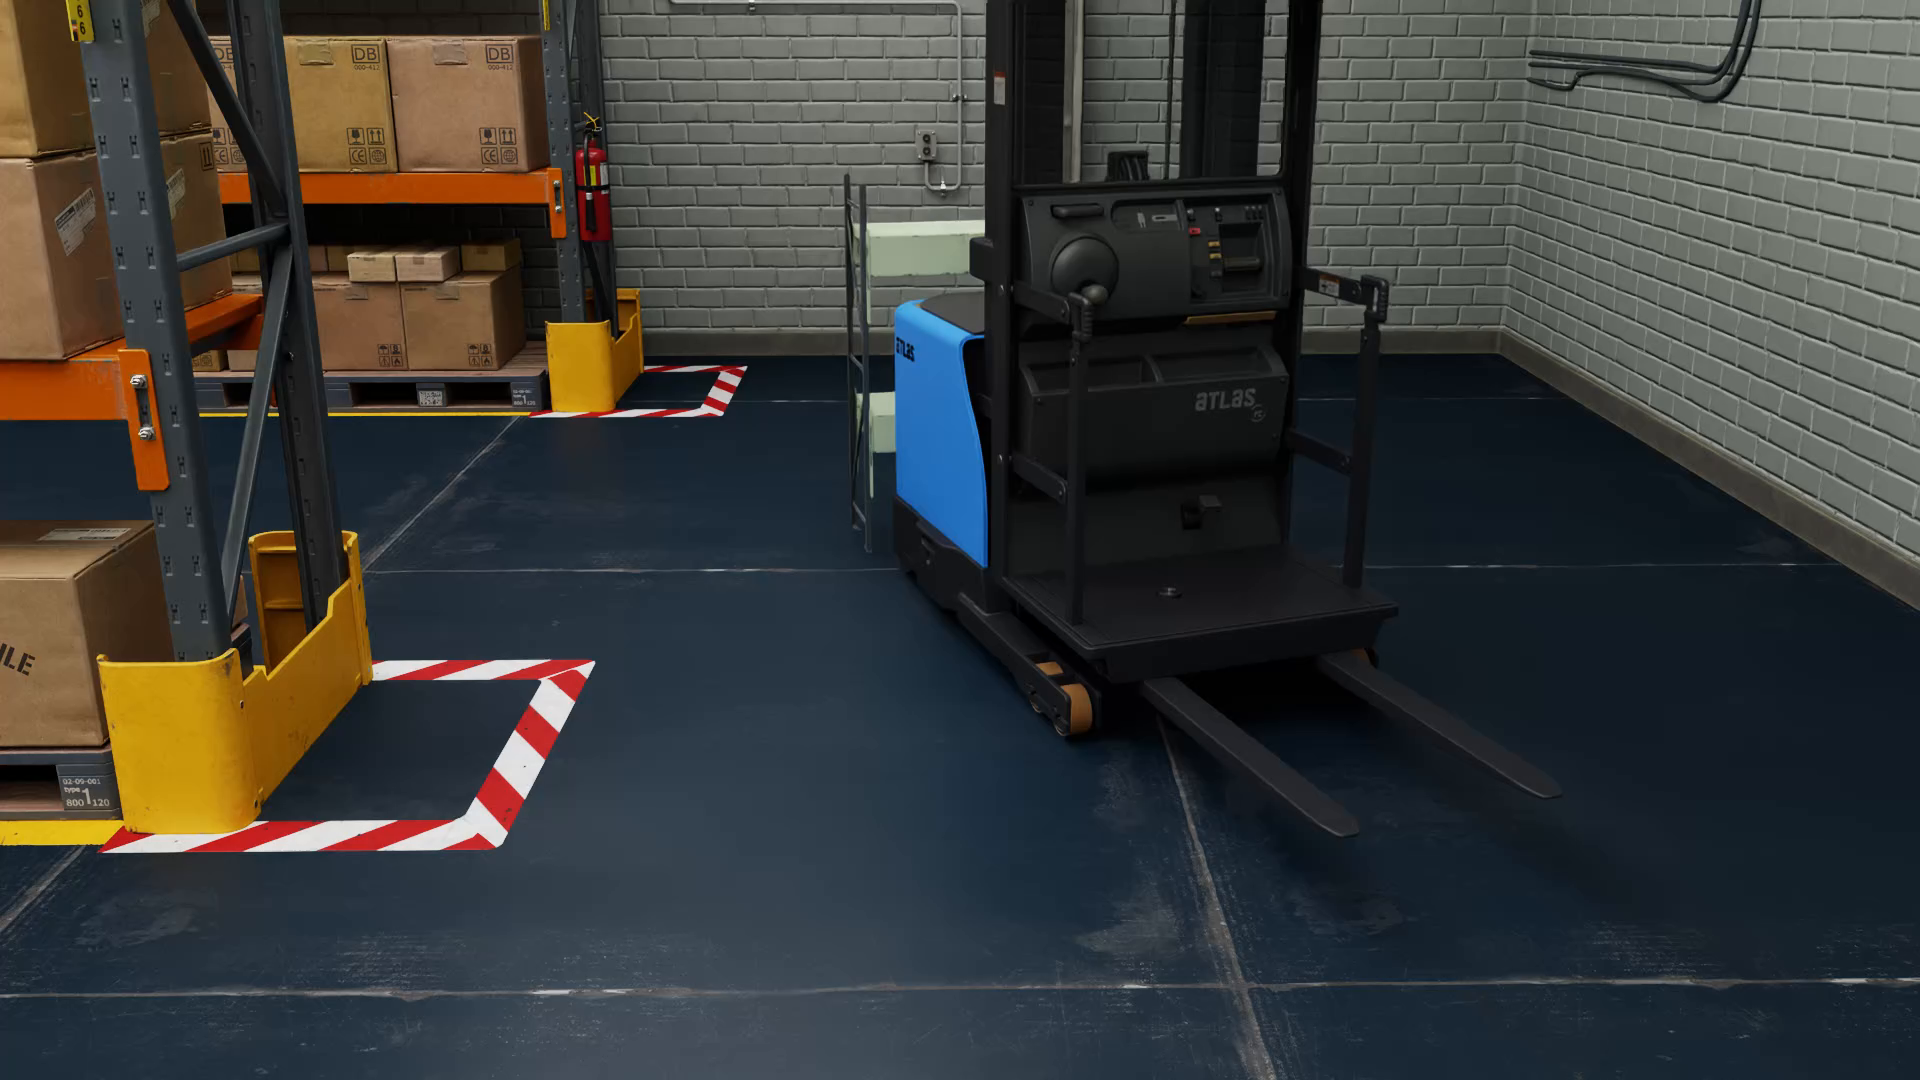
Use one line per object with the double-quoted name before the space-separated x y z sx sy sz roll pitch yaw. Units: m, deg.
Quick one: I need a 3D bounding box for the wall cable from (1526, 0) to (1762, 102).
"wall cable" 3.515 -3.613 8.661 0.112 2.526 3.097 0 18 -1

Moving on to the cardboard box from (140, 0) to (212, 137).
"cardboard box" -2.512 -1.406 4.718 0.500 0.500 0.500 0 18 1

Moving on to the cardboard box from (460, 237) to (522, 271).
"cardboard box" -2.723 -1.663 9.664 0.250 0.149 0.380 0 18 0

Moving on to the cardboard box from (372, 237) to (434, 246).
"cardboard box" -3.229 -1.660 9.655 0.250 0.149 0.380 0 18 -1

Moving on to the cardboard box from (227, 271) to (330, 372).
"cardboard box" -3.848 -1.287 9.555 0.500 0.500 0.700 -1 18 -3

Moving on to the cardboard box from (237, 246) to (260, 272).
"cardboard box" -3.990 -1.656 9.643 0.250 0.149 0.380 0 18 0

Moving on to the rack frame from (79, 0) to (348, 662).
"rack frame" -2.064 -0.804 4.642 0.127 3.000 1.000 0 18 -1

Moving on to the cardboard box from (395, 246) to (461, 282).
"cardboard box" -2.970 -1.545 9.296 0.250 0.149 0.380 0 18 -2

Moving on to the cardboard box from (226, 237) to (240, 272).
"cardboard box" -4.243 -1.655 9.639 0.250 0.149 0.380 -1 18 -2

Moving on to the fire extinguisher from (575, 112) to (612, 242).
"fire extinguisher" -1.988 -1.962 8.990 0.183 0.674 0.296 0 18 -1

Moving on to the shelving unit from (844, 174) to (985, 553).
"shelving unit" -0.063 -0.746 6.916 0.755 1.500 0.431 -4 18 -13

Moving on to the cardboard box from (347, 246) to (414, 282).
"cardboard box" -3.226 -1.543 9.291 0.250 0.149 0.380 0 18 1

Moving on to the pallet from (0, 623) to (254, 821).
"pallet" -2.937 0.529 5.054 1.213 0.211 1.003 0 18 -1

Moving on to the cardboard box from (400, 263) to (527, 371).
"cardboard box" -2.844 -1.292 9.570 0.500 0.500 0.700 0 18 -1

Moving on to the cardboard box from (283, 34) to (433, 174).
"cardboard box" -3.383 -2.447 9.274 0.700 0.700 0.980 0 18 -1

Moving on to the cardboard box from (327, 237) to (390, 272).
"cardboard box" -3.479 -1.659 9.652 0.250 0.149 0.380 0 18 0

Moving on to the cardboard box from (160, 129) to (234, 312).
"cardboard box" -2.512 -0.930 4.871 0.500 0.500 0.500 0 18 0

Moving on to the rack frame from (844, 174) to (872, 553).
"rack frame" -0.420 -0.720 6.837 0.023 1.500 0.400 -4 18 -13

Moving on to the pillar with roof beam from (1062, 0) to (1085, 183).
"pillar with roof beam" 0.608 -4.136 5.207 0.400 9.000 9.100 0 18 -1

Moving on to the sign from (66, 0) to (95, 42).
"sign" -2.075 -1.336 3.888 0.005 0.325 0.100 0 18 -1

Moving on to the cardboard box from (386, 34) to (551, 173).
"cardboard box" -2.656 -2.454 9.295 0.700 0.700 0.980 1 18 2

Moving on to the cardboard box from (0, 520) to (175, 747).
"cardboard box" -2.604 0.255 4.714 0.500 0.500 0.500 0 18 -1

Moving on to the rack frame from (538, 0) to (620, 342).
"rack frame" -2.146 -2.317 9.358 0.127 3.000 1.000 0 18 -1

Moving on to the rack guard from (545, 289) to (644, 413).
"rack guard" -2.122 -1.126 9.741 0.348 0.500 1.175 0 18 -1

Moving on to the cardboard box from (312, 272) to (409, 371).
"cardboard box" -3.345 -1.290 9.563 0.500 0.500 0.700 0 18 -1

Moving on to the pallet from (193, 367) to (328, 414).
"pallet" -4.161 -0.956 9.682 1.213 0.211 1.003 0 18 -1

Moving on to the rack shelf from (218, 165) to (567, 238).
"rack shelf" -4.146 -1.964 9.438 4.000 0.370 1.077 0 18 -1

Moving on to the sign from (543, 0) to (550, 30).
"sign" -2.151 -2.815 8.629 0.005 0.325 0.100 0 18 -1

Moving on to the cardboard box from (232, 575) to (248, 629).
"cardboard box" -2.488 0.241 5.331 0.250 0.149 0.380 0 18 -1

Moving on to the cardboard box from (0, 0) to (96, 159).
"cardboard box" -2.505 -1.241 4.206 0.500 0.500 0.500 0 18 -1

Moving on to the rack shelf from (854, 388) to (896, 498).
"rack shelf" -0.063 -0.435 7.016 0.720 0.370 0.431 -4 18 -13

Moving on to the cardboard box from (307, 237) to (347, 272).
"cardboard box" -3.734 -1.658 9.647 0.250 0.149 0.380 0 18 0

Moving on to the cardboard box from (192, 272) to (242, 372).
"cardboard box" -4.381 -1.282 9.540 0.500 0.500 0.700 0 18 0

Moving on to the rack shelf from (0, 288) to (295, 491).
"rack shelf" -4.064 -0.451 4.722 4.000 0.370 1.077 0 18 -1

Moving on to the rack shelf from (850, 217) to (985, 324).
"rack shelf" -0.063 -1.117 6.797 0.720 0.370 0.431 -4 18 -13

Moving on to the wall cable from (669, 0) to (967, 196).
"wall cable" -0.881 -3.095 10.123 1.851 1.984 0.084 0 18 -1

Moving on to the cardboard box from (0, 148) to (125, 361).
"cardboard box" -2.508 -0.766 4.361 0.500 0.500 0.500 0 18 1

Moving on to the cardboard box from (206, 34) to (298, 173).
"cardboard box" -4.146 -2.446 9.271 0.700 0.700 0.980 -1 18 -4

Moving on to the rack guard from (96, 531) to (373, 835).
"rack guard" -2.140 0.387 5.023 0.348 0.500 1.175 0 18 -1

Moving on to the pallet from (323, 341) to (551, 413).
"pallet" -2.944 -0.961 9.698 1.213 0.211 1.003 0 18 -1

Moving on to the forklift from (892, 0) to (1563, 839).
"forklift" 0.717 -0.928 5.141 1.130 2.935 3.031 -6 19 -19
